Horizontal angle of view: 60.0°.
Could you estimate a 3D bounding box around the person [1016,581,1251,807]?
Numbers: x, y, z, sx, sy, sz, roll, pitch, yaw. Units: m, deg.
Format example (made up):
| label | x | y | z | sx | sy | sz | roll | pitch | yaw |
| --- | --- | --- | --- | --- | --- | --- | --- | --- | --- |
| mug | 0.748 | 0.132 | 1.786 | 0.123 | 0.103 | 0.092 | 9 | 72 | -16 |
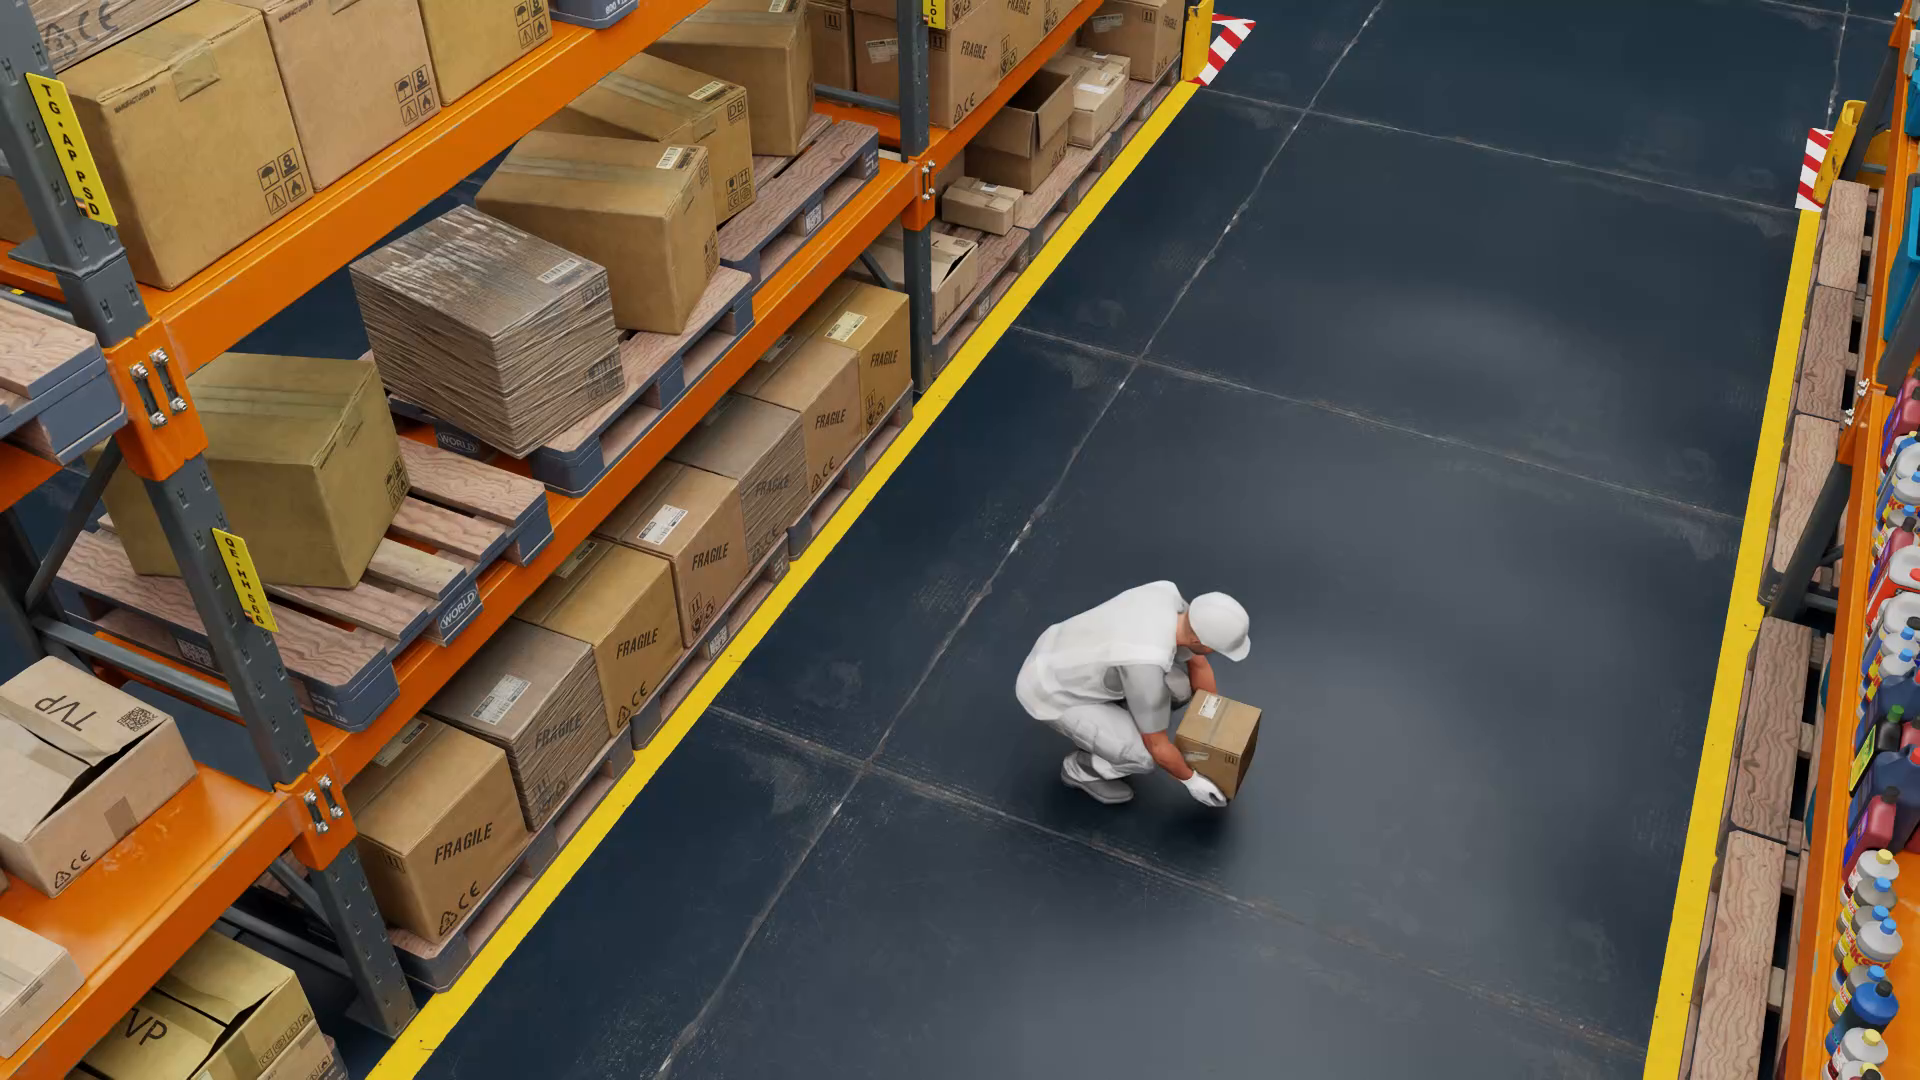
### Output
| label | x | y | z | sx | sy | sz | roll | pitch | yaw |
| --- | --- | --- | --- | --- | --- | --- | --- | --- | --- |
| person | 0.654 | 0.528 | 6.152 | 0.865 | 0.993 | 0.562 | 17 | 44 | 19 |
